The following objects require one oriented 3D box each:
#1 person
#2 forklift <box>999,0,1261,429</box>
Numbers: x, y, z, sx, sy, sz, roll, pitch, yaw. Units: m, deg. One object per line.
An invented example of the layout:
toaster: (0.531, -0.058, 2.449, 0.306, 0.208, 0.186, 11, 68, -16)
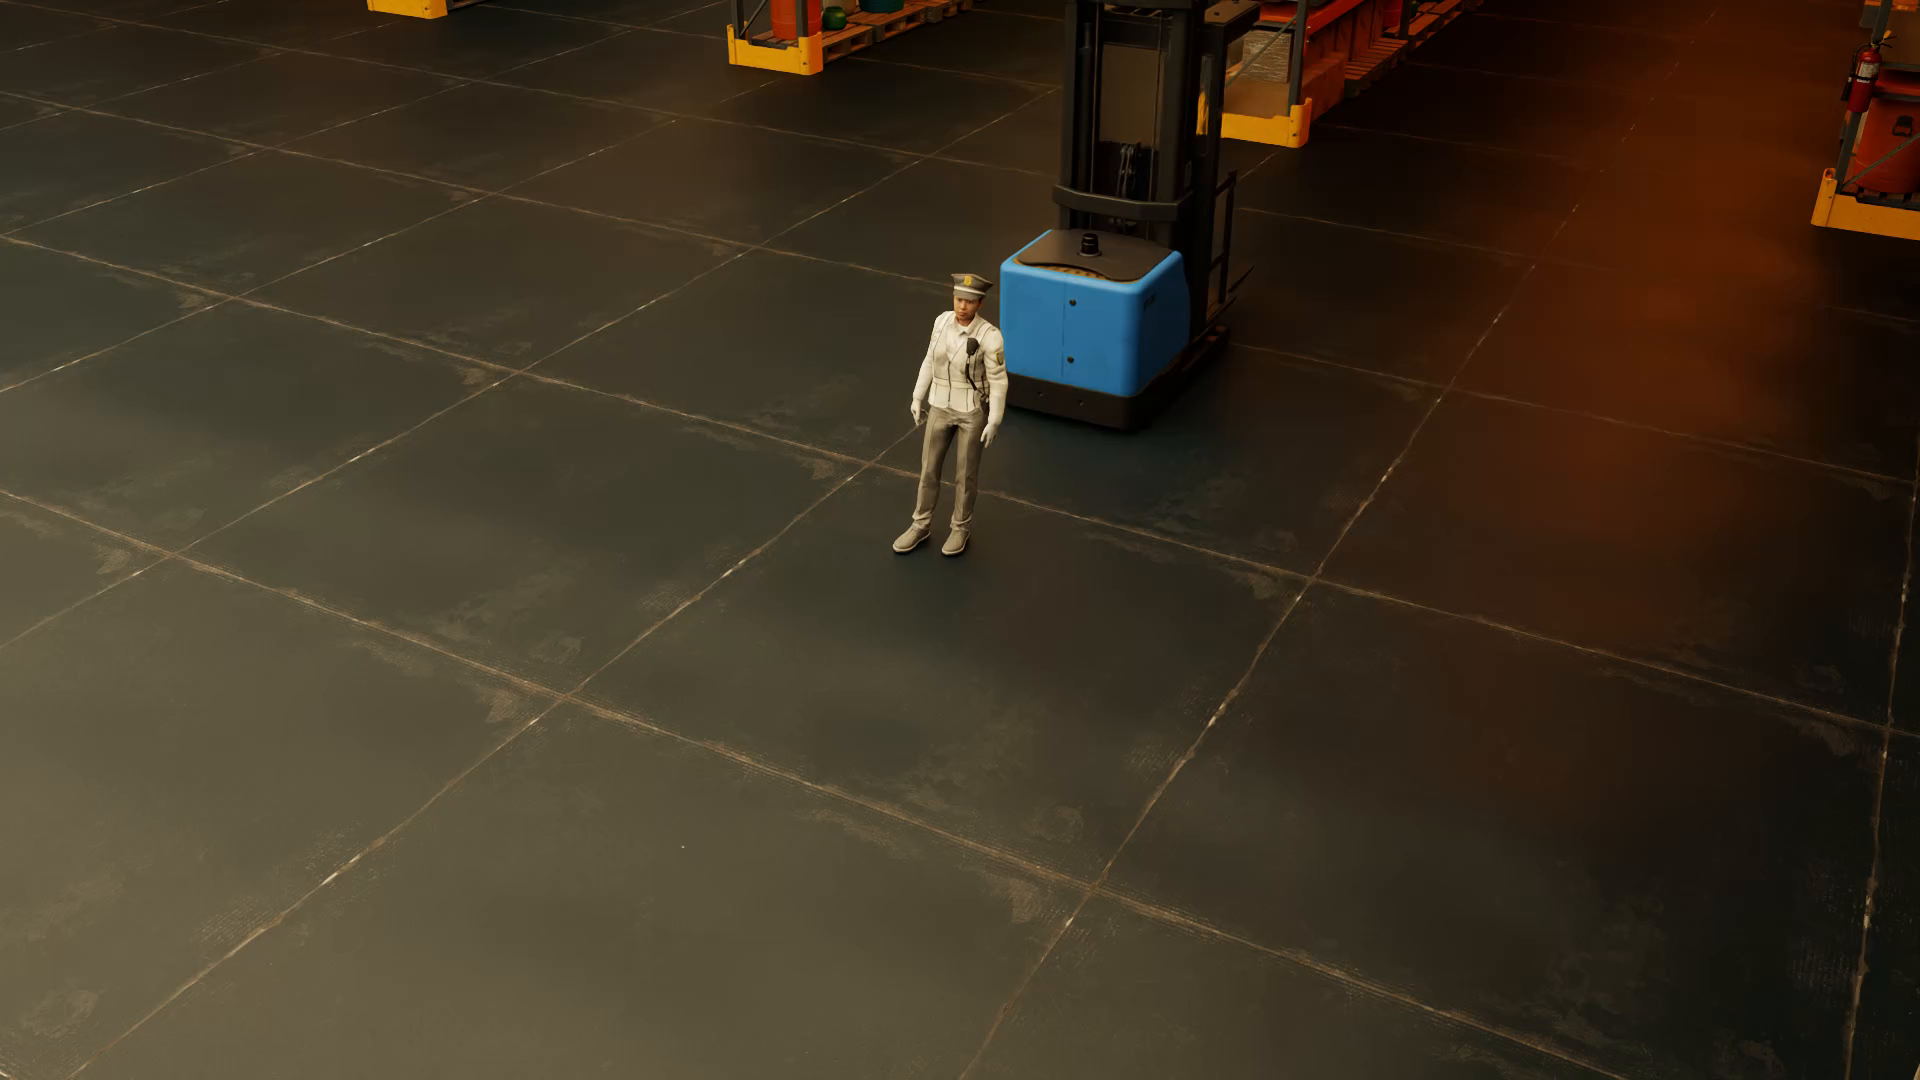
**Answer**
person: (-0.038, -0.712, 9.528, 0.588, 1.696, 0.533, 15, 33, 25)
forklift: (1.382, -2.721, 11.785, 1.130, 2.935, 3.031, 15, 33, 24)
